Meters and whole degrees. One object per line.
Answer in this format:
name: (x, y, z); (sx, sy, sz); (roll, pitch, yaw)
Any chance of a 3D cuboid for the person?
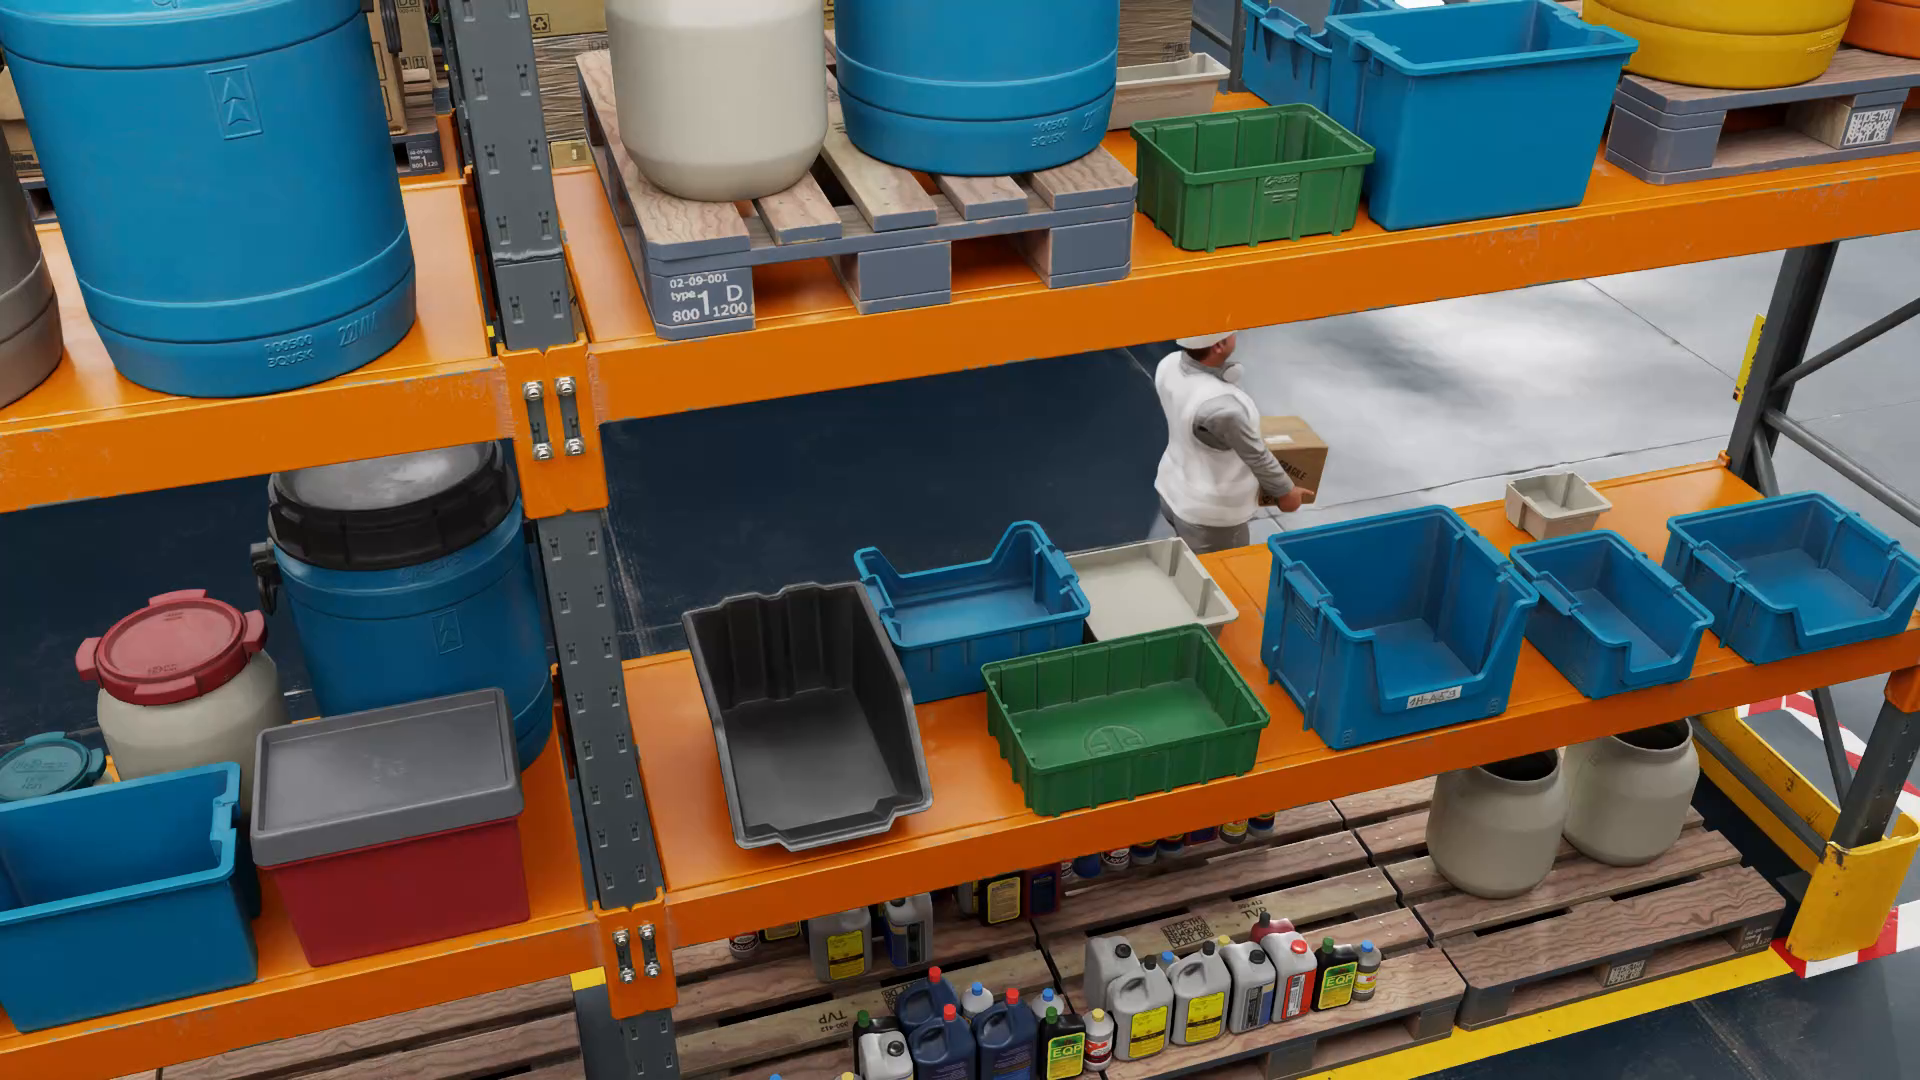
person: (1.030, -0.169, 6.379); (0.559, 1.762, 0.494); (-9, 35, -14)
